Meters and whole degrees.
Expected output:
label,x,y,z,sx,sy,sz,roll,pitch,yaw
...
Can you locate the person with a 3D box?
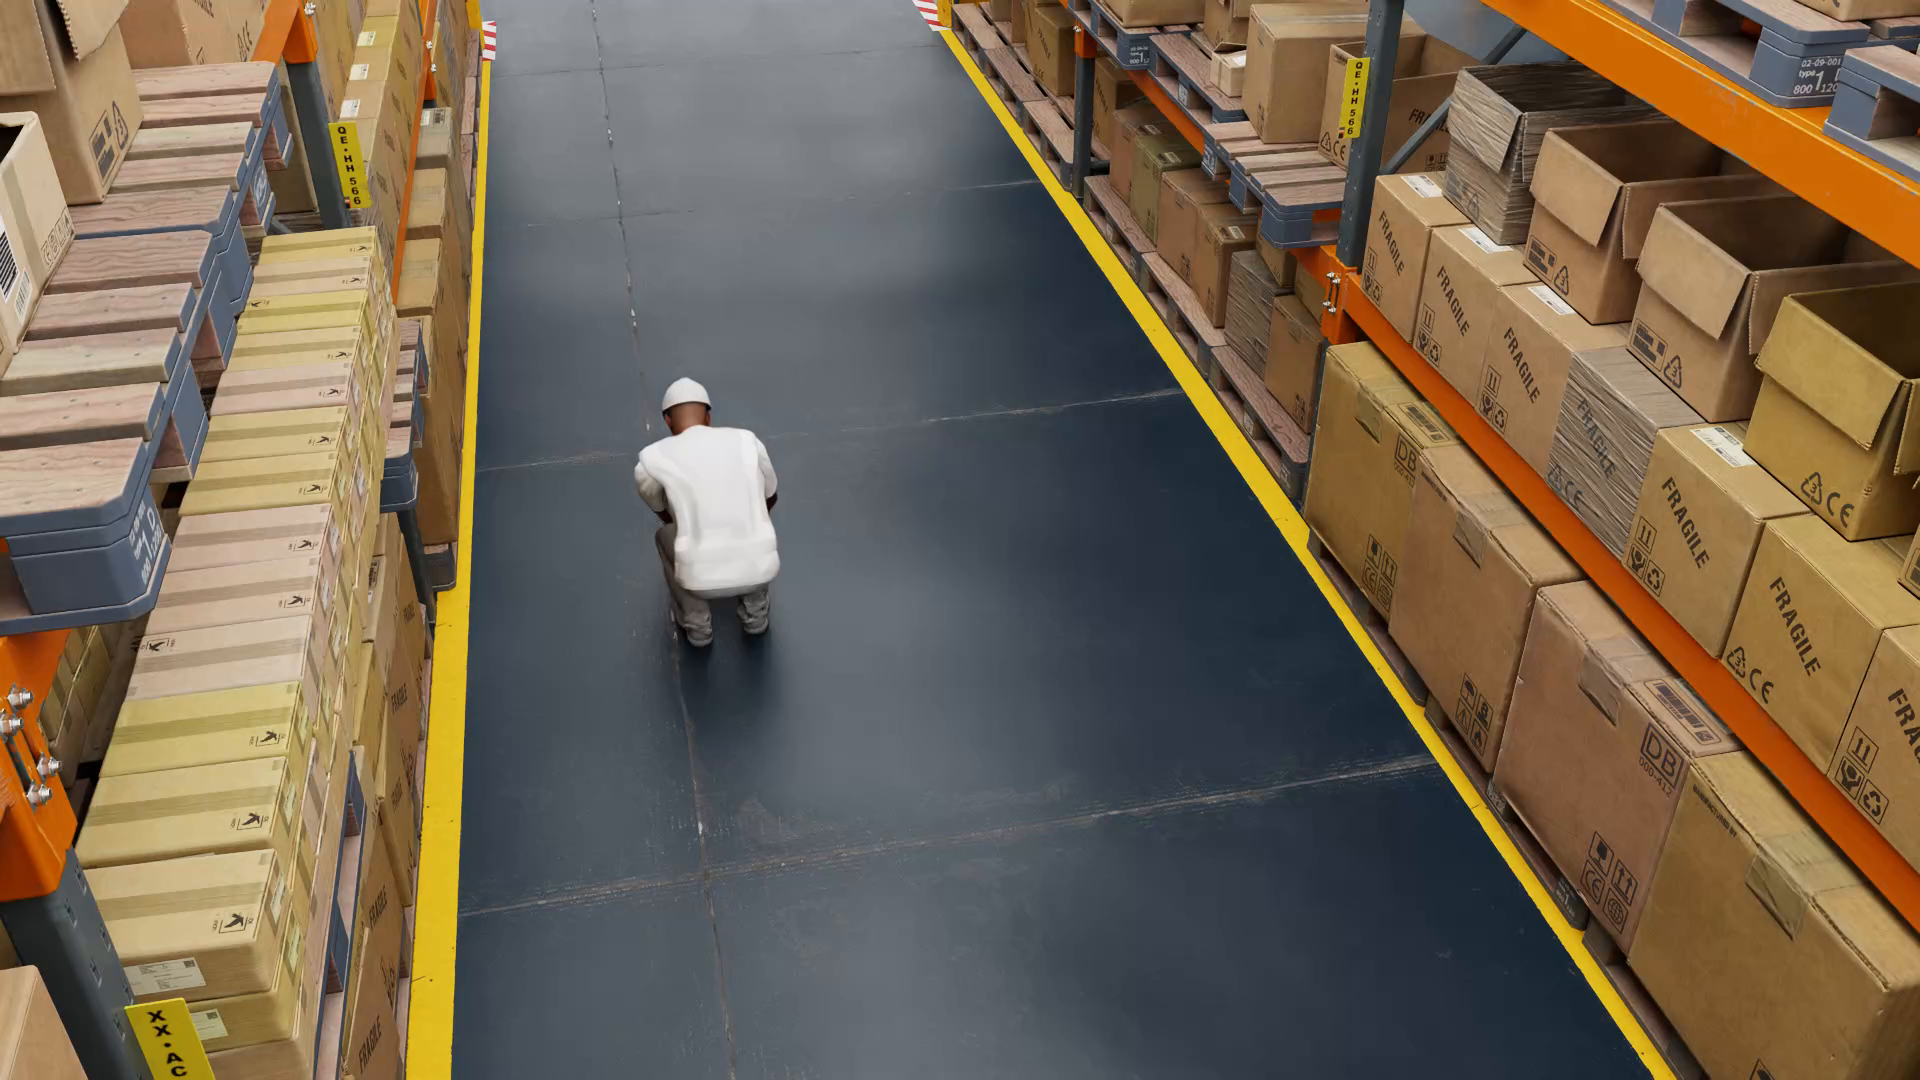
label,x,y,z,sx,sy,sz,roll,pitch,yaw
person,-1.041,-0.111,6.974,0.595,1.003,0.856,-7,35,-10
